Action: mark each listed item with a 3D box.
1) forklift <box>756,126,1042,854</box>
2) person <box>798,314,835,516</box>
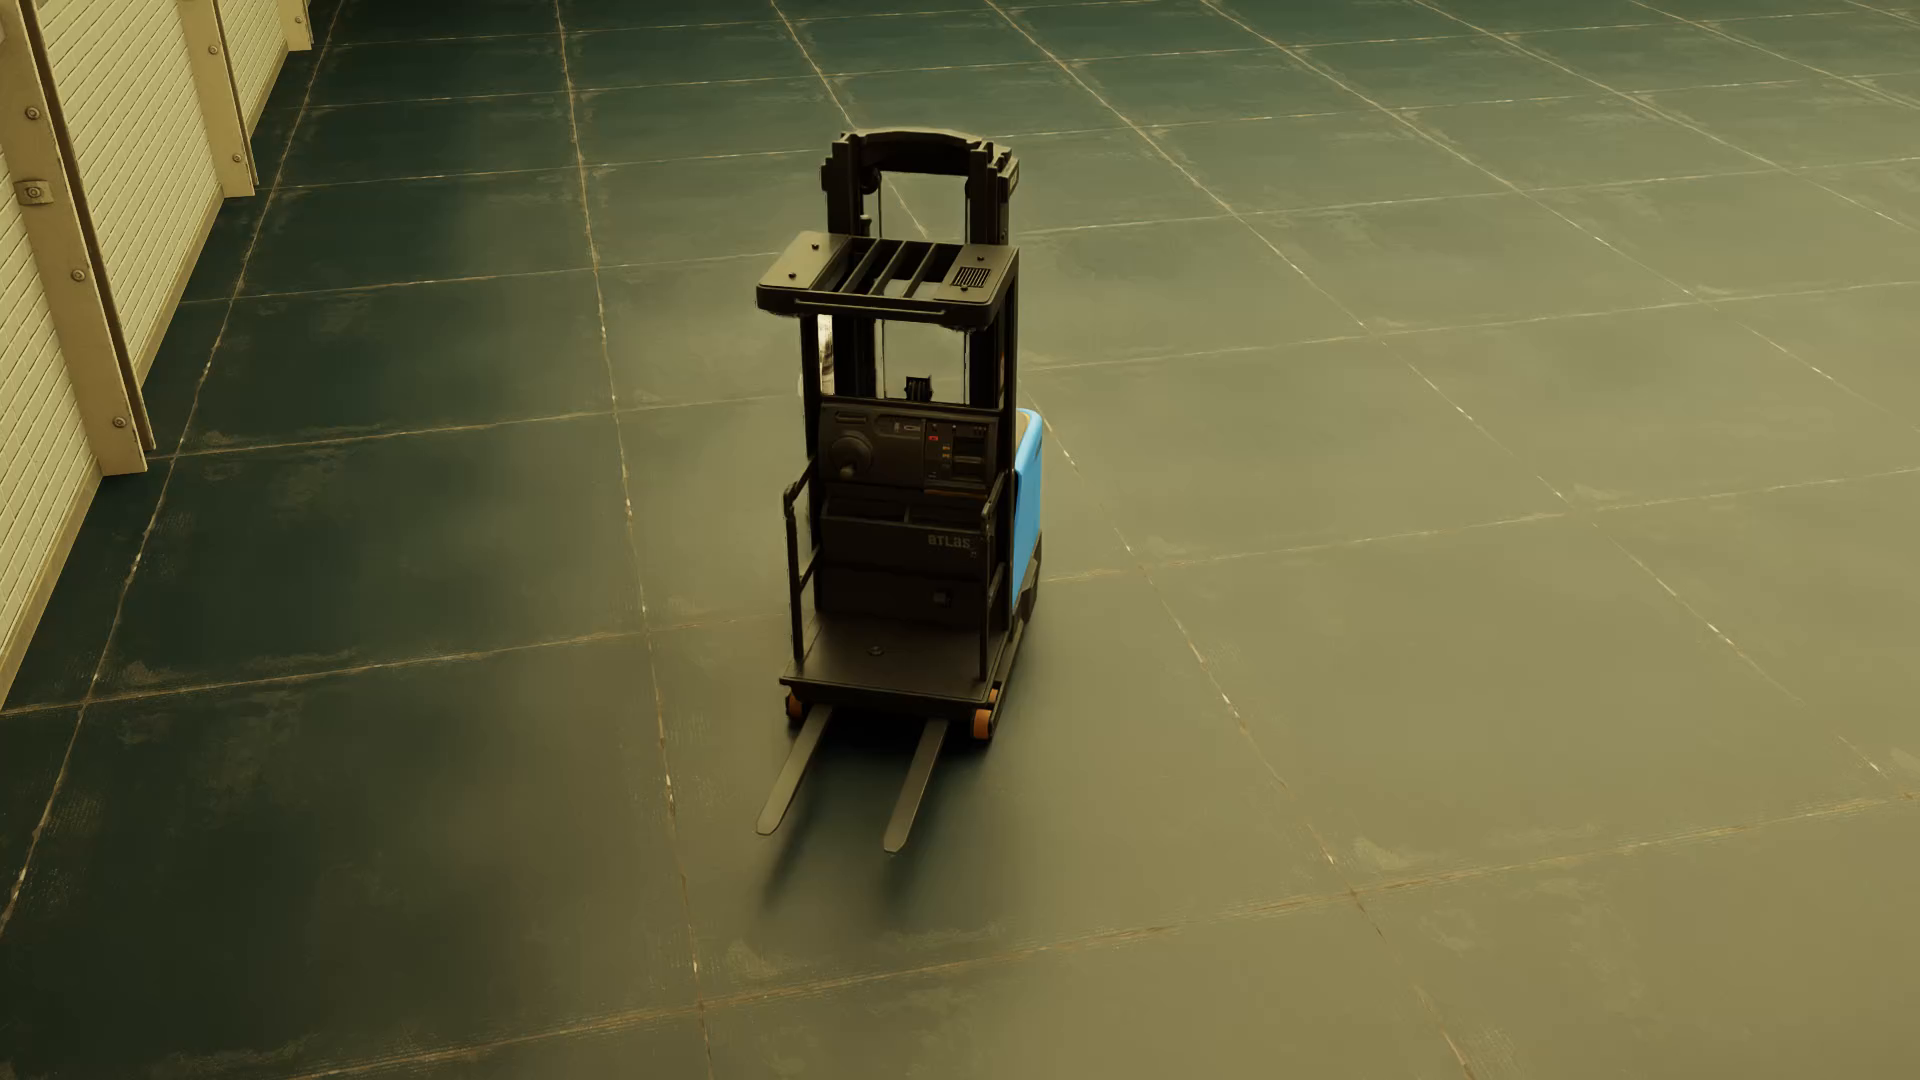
[{"bbox_3d":[-0.309,-0.424,8.307,1.130,2.935,3.031,6,31,10],"label":"forklift"},{"bbox_3d":[-0.837,-0.928,10.475,0.365,1.640,0.753,-2,30,-3],"label":"person"}]
